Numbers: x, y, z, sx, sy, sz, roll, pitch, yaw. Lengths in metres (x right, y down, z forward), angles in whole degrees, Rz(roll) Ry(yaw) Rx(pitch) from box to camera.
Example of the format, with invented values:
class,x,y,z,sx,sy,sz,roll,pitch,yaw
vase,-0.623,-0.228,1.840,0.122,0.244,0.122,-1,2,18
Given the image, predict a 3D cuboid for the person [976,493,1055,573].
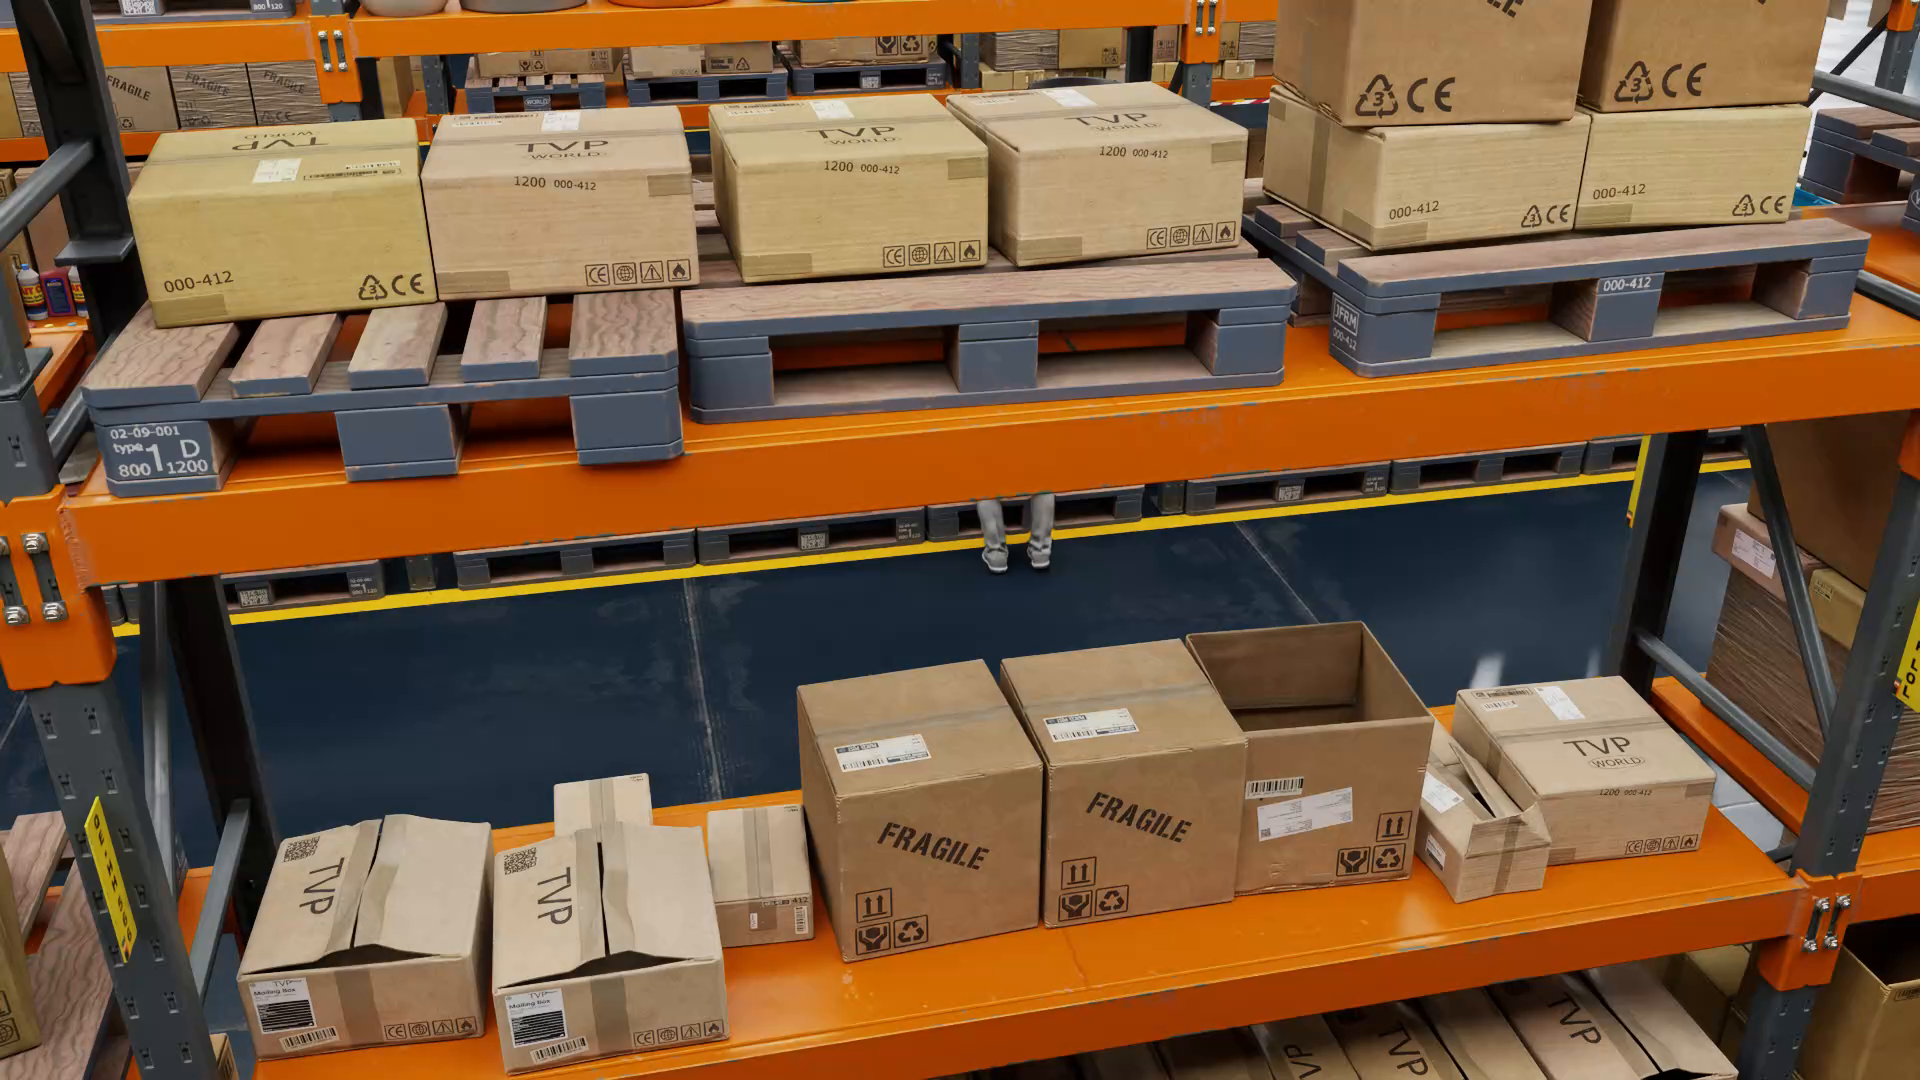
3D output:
class,x,y,z,sx,sy,sz,roll,pitch,yaw
person,0.261,-0.484,8.493,0.534,1.289,0.749,-2,27,-3
